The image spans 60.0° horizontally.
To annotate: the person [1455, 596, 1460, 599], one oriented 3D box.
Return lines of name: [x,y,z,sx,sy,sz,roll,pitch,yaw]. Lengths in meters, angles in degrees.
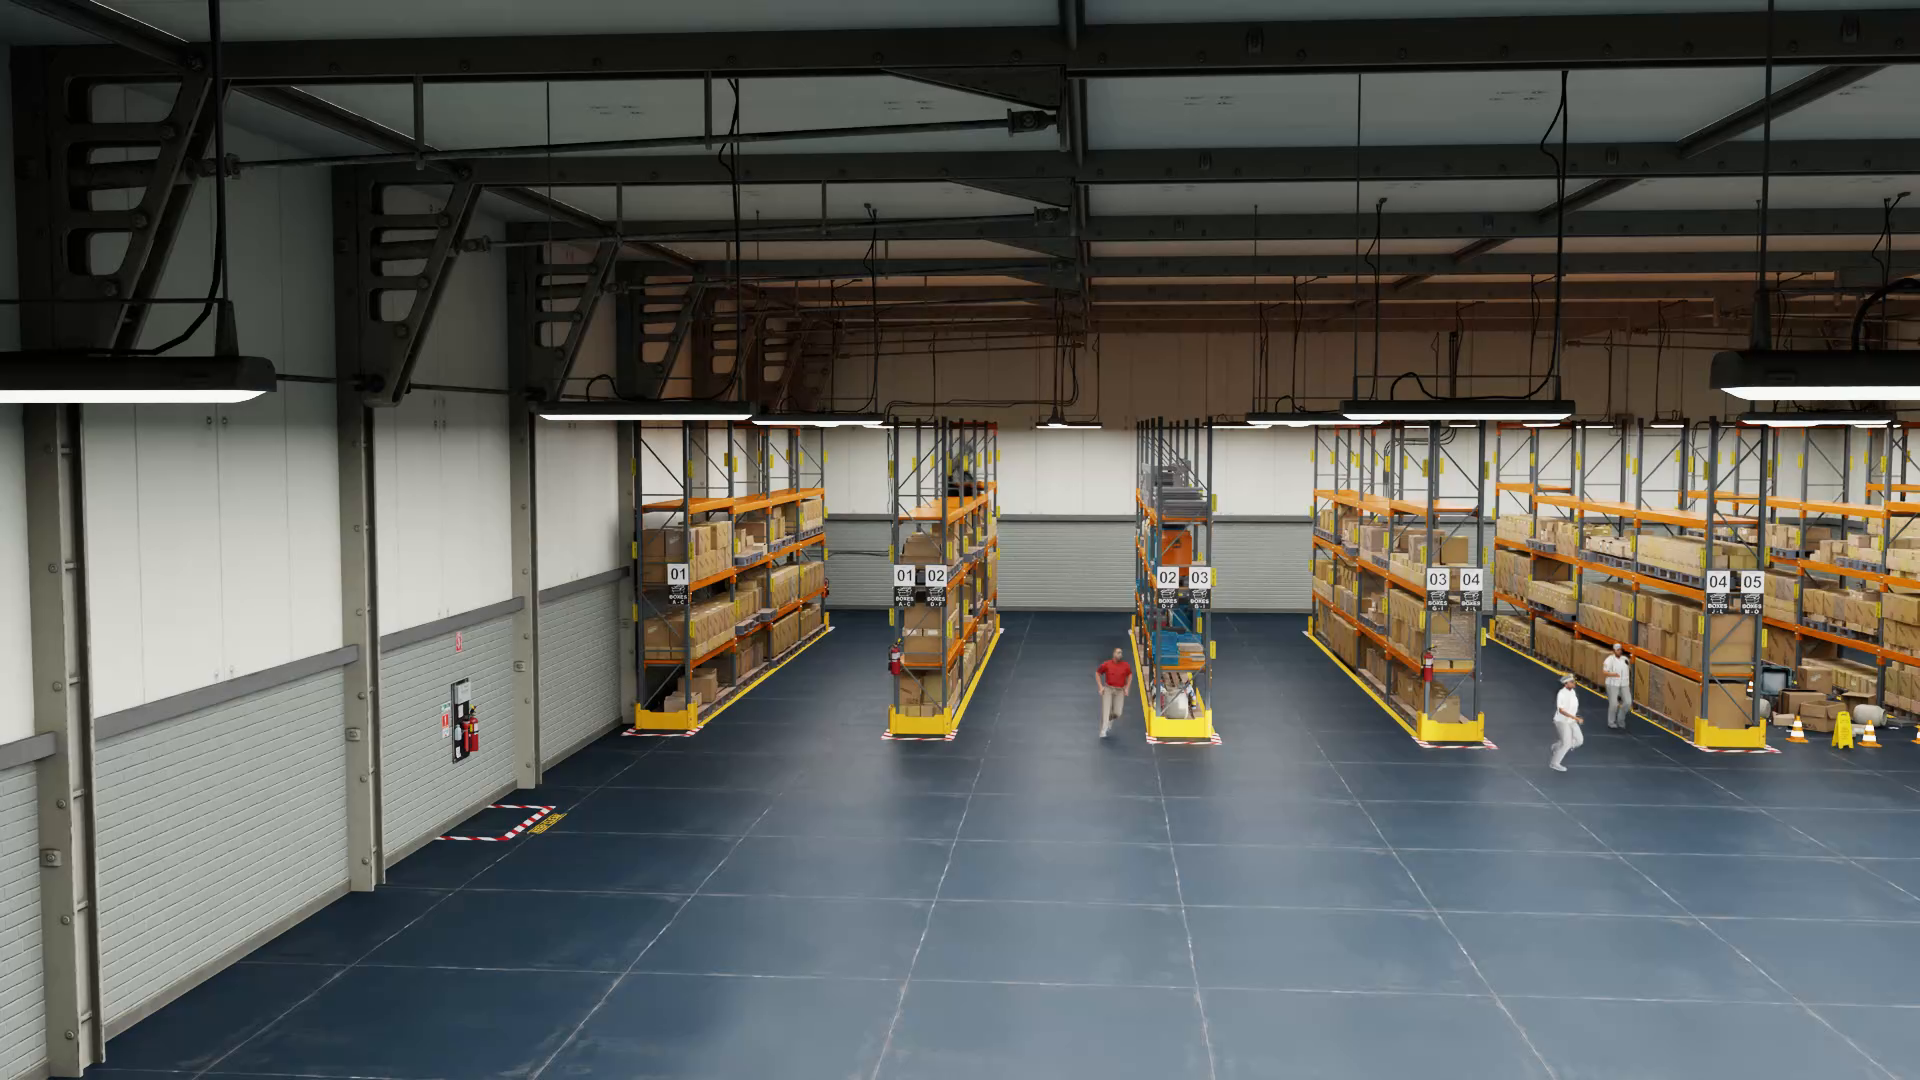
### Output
person: [13.488,1.928,45.532,0.618,1.622,0.601,0,4,7]

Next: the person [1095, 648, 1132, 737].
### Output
person: [2.895,2.853,31.273,0.712,1.664,0.562,0,4,-5]

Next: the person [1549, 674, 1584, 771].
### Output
person: [10.283,3.067,28.091,0.602,1.659,0.616,-4,5,-44]

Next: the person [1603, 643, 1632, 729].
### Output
person: [12.647,2.823,31.952,0.547,1.644,0.603,0,4,0]
